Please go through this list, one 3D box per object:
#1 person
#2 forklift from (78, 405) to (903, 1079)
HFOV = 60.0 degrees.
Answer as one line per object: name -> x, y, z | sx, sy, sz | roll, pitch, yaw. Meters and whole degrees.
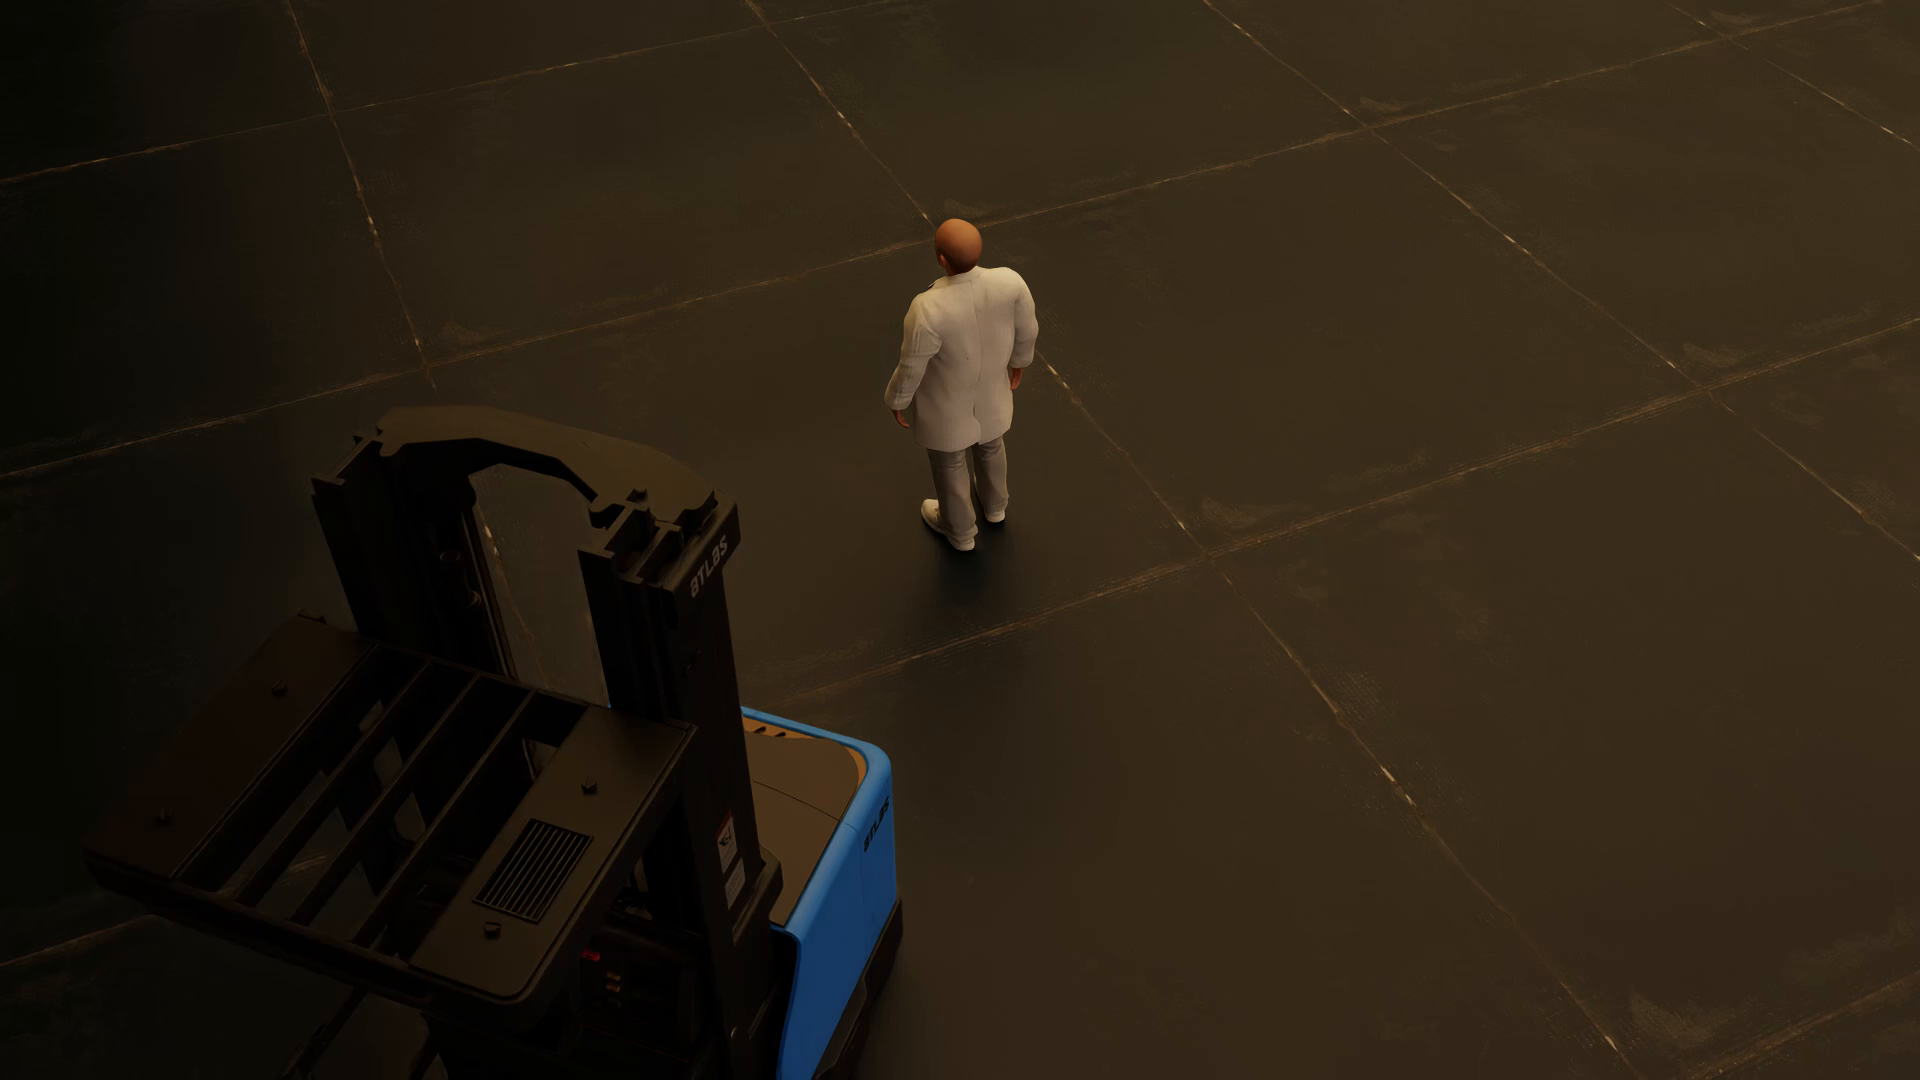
person -> -0.033, -0.712, 7.278 | 0.694, 1.776, 0.581 | -18, 46, -18
forklift -> -1.200, 1.235, 4.356 | 1.130, 2.935, 3.031 | 14, 45, 15
